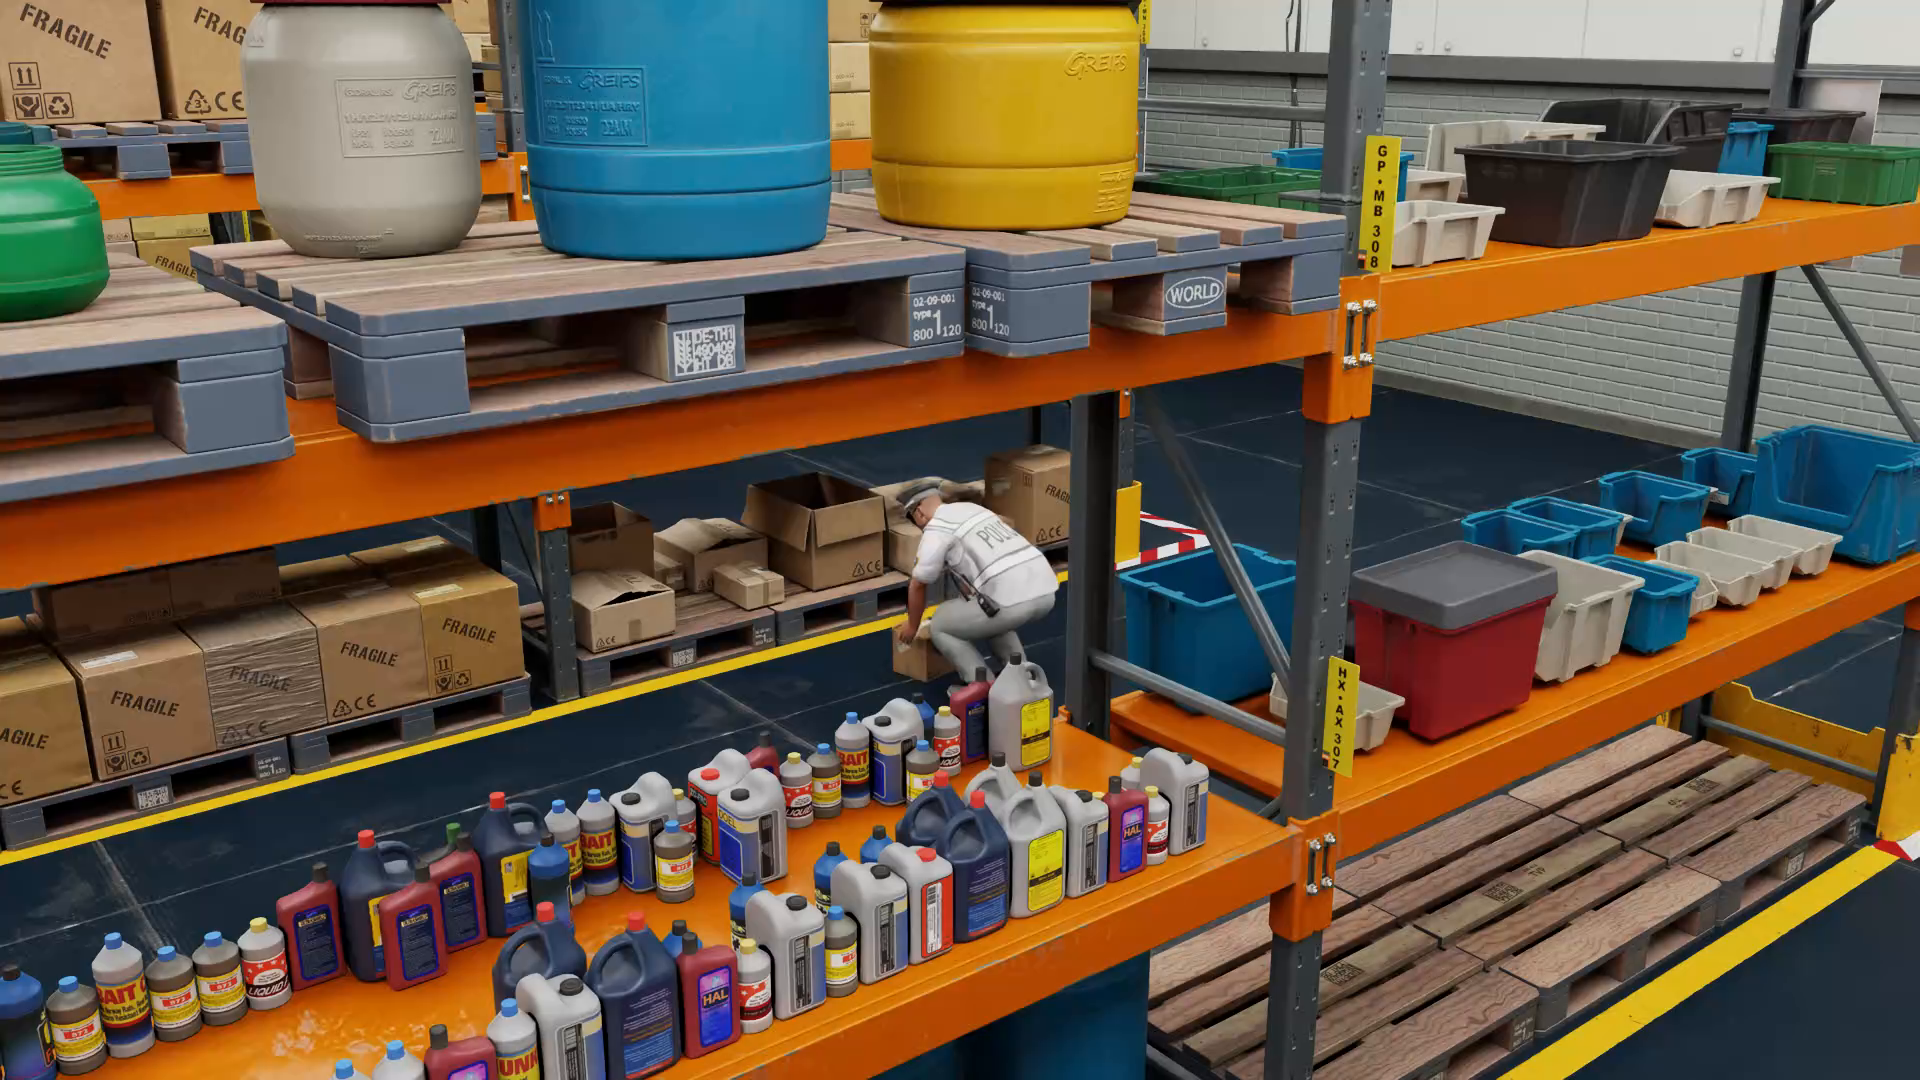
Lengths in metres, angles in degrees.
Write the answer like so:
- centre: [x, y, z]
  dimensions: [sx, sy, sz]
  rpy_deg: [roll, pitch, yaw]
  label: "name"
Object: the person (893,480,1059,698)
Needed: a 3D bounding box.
- centre: [0.058, 0.273, 8.727]
  dimensions: [0.923, 1.124, 0.573]
  rpy_deg: [15, 23, 39]
  label: "person"
